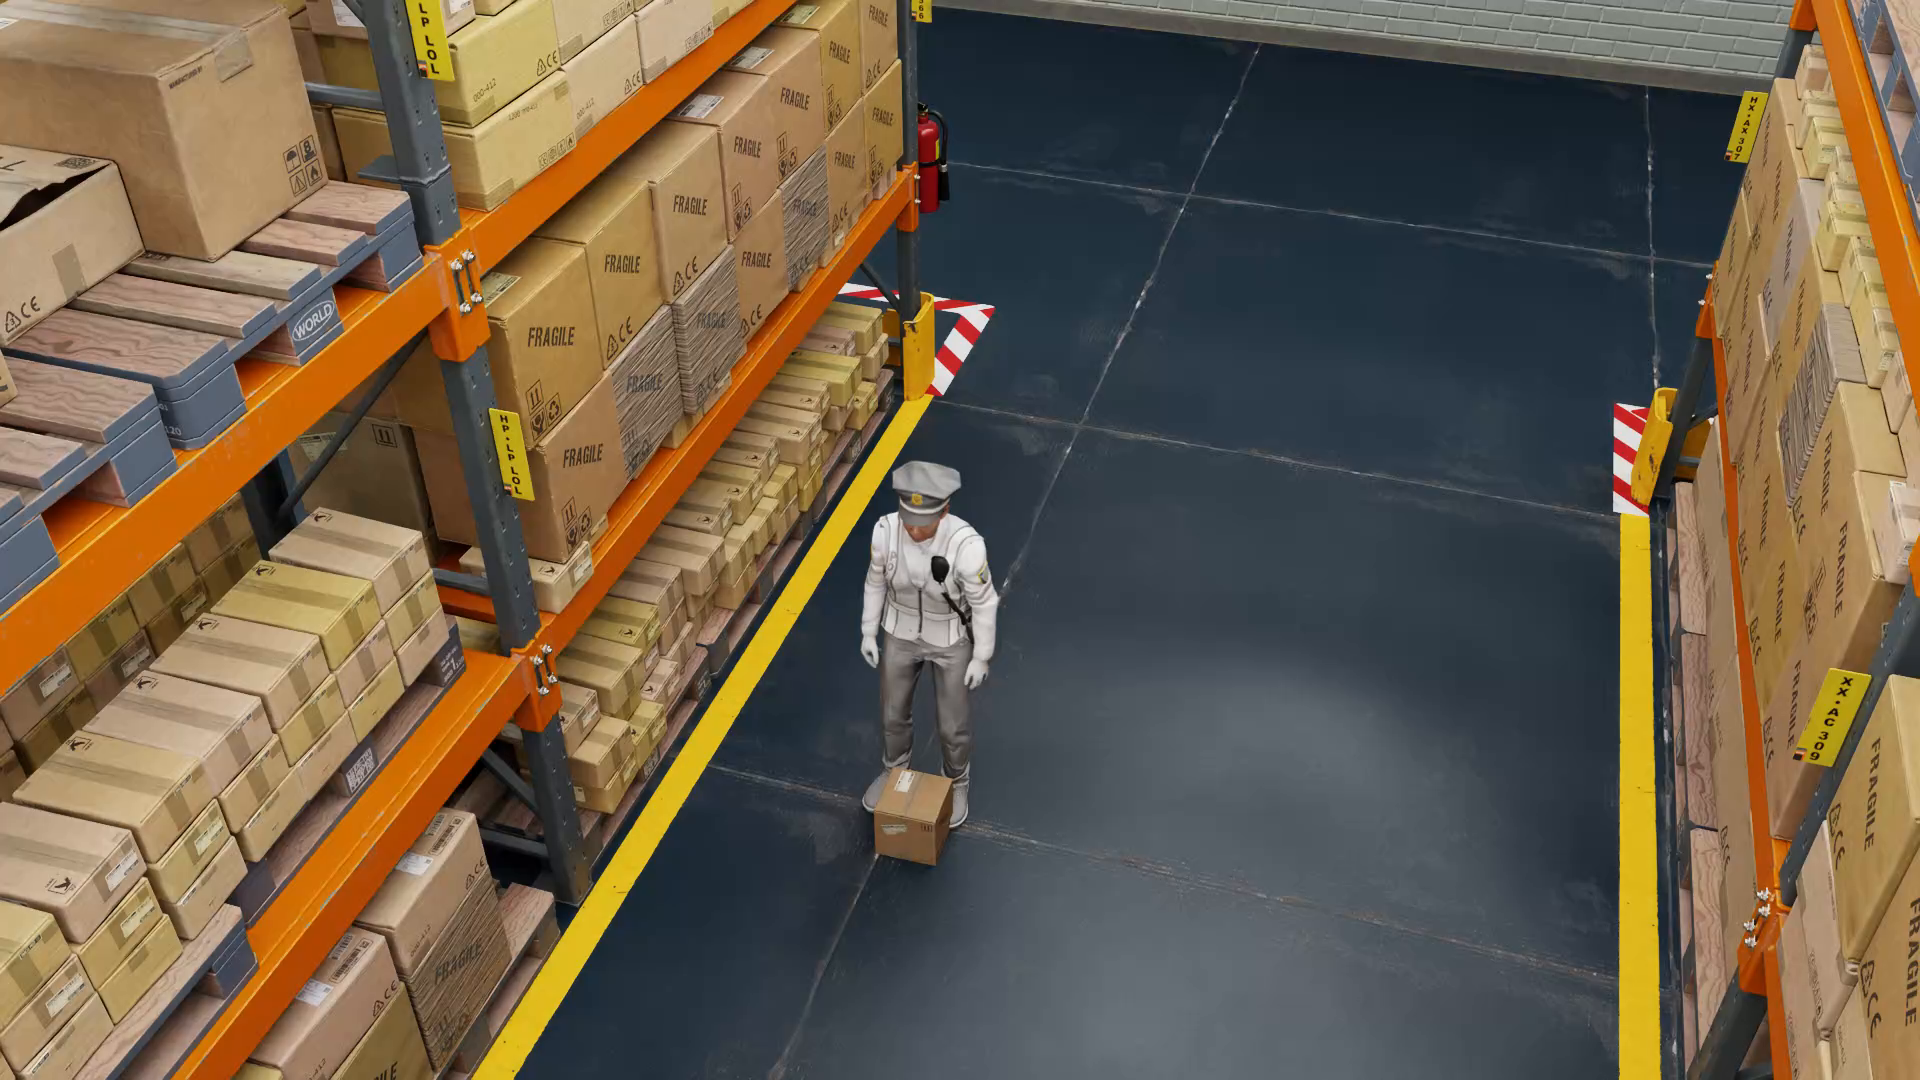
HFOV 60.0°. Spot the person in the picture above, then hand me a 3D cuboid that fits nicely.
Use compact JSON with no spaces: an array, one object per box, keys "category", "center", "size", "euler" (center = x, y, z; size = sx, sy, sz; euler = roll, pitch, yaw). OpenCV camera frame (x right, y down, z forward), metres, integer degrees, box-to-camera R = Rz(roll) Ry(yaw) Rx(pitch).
[{"category":"person","center":[-0.122,0.396,6.367],"size":[0.529,1.663,0.371],"euler":[11,39,14]}]
